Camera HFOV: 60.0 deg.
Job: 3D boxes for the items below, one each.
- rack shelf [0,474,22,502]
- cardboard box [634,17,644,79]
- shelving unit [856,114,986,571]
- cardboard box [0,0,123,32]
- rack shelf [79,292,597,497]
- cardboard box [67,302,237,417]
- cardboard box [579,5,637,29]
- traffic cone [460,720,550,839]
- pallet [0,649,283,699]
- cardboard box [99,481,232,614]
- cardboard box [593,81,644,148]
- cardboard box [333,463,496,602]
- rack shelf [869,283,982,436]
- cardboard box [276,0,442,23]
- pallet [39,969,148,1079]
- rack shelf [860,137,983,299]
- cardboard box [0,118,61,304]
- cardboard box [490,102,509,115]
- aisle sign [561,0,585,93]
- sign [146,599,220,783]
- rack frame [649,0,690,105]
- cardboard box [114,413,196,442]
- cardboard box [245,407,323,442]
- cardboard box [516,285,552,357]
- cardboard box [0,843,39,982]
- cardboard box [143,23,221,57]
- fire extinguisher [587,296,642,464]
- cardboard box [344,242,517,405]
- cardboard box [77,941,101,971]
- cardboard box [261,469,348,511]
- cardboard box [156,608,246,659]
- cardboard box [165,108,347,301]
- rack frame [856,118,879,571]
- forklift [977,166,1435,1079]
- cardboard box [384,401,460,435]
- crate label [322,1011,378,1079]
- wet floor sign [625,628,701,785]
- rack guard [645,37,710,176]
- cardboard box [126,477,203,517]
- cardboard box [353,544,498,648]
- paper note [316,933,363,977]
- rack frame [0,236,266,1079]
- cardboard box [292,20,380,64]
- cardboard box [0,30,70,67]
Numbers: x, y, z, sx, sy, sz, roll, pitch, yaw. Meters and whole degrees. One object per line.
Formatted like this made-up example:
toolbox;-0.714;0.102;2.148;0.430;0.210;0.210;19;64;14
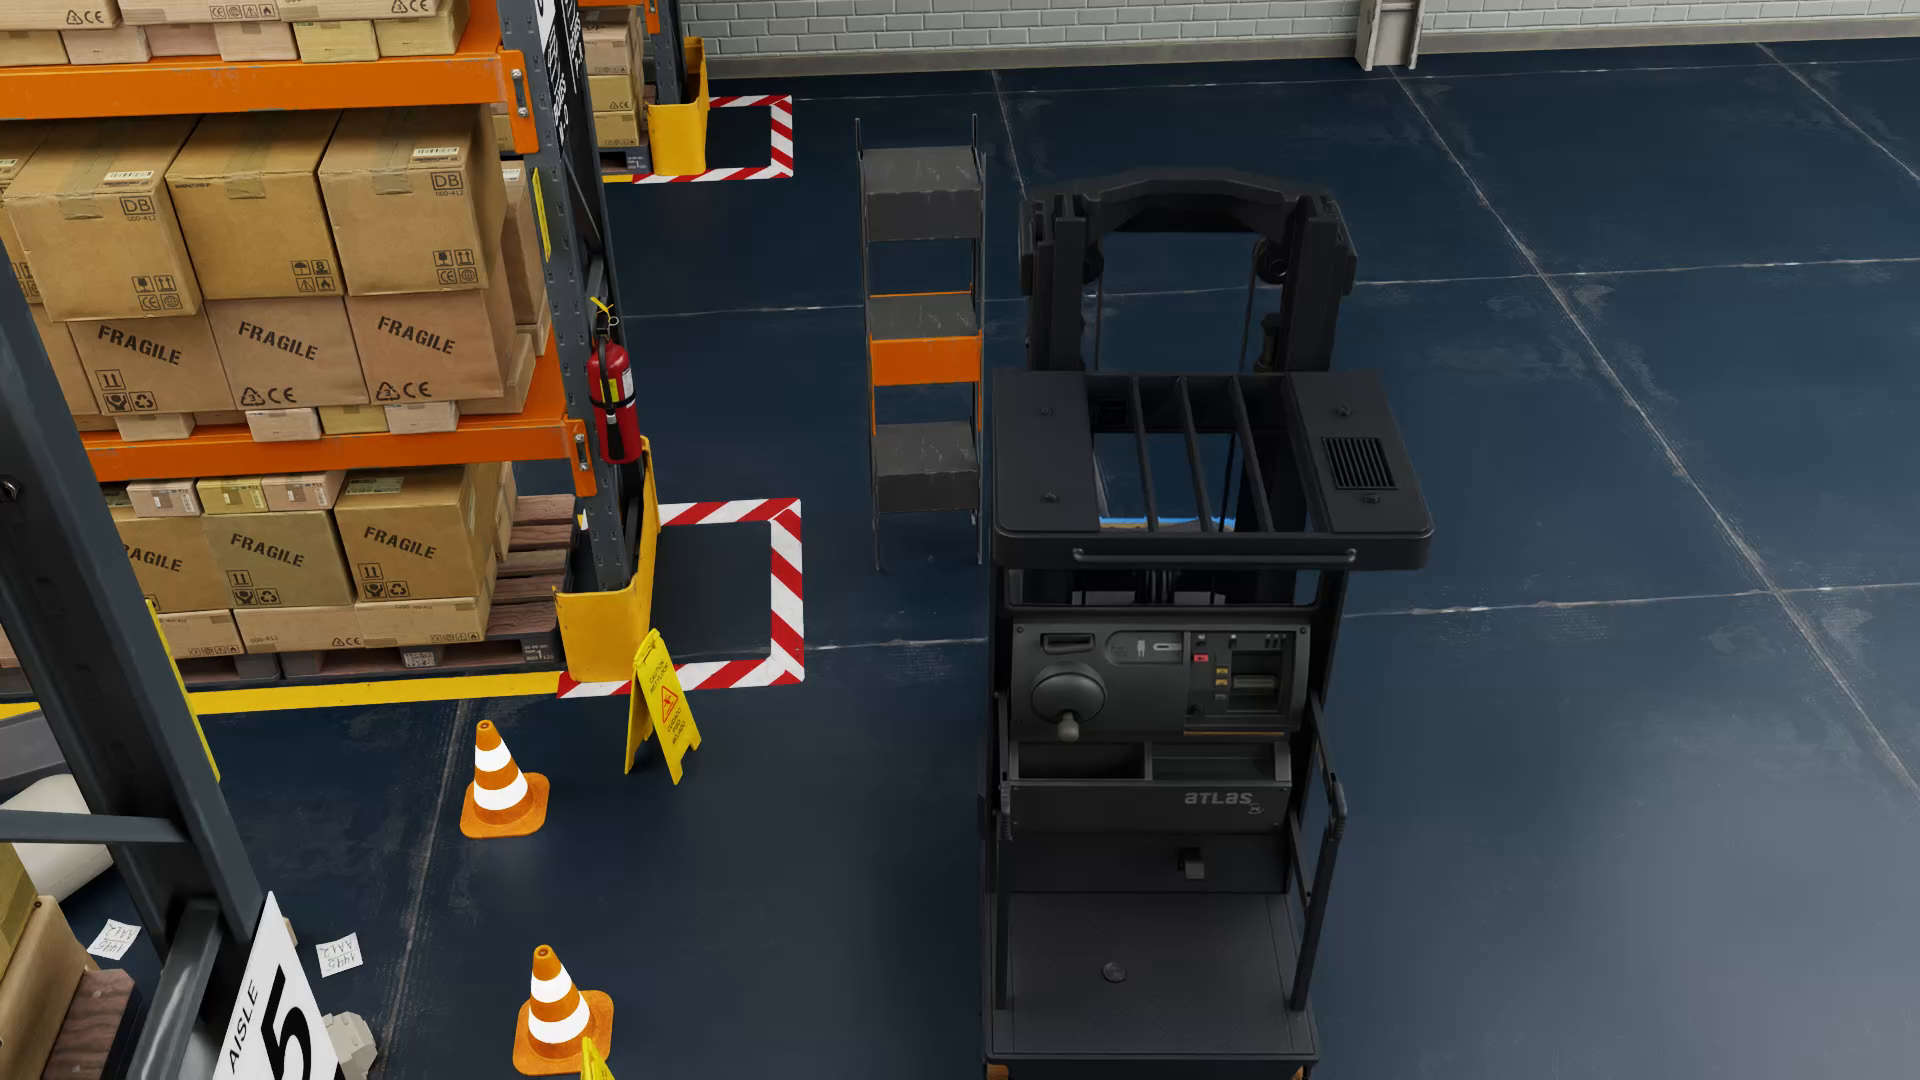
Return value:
rack shelf;-2.972;0.320;1.305;4.000;0.370;1.077;-3;38;-4
cardboard box;-2.449;-3.369;11.397;0.500;0.250;0.500;-2;38;-3
shelving unit;-0.165;-0.815;7.410;0.503;2.100;0.431;-3;38;-4
cardboard box;-3.022;-1.905;5.524;0.500;0.250;0.500;-2;38;-3
rack shelf;-3.511;-0.530;6.903;4.000;0.370;1.077;-3;38;-4
cardboard box;-3.033;-0.829;6.380;0.500;0.500;0.500;-3;38;-4
cardboard box;-2.458;-3.553;11.227;0.500;0.250;0.500;-4;38;-5
traffic cone;-1.833;0.893;6.567;0.334;0.463;0.336;-3;38;-4
pallet;-3.620;0.264;7.567;1.213;0.211;1.003;-3;38;-4
cardboard box;-3.317;-0.043;6.981;0.500;0.500;0.500;-4;38;-5
cardboard box;-2.403;-2.849;11.142;0.500;0.250;0.500;-3;38;-4
cardboard box;-2.294;-0.097;7.049;0.500;0.500;0.500;-3;38;-4
rack shelf;-0.165;-0.805;7.419;0.480;0.518;0.431;-3;38;-4
cardboard box;-2.005;-1.964;5.598;0.500;0.250;0.500;-4;38;-5
pallet;-1.718;1.031;1.994;1.213;0.211;1.003;-3;38;-4
rack shelf;-0.165;-1.354;6.985;0.480;0.518;0.431;-3;38;-4
cardboard box;-3.521;-1.252;6.109;0.500;0.500;0.700;-3;38;-4
cardboard box;-2.920;-3.026;10.963;0.500;0.250;0.500;-3;38;-4
aisle sign;-1.485;-2.138;6.261;0.004;0.787;0.394;-3;38;-4
sign;-1.023;0.232;2.166;0.005;0.325;0.100;-3;38;-4
rack frame;-1.963;-3.985;10.701;0.127;3.000;1.000;-3;38;-4
cardboard box;-3.141;-0.558;6.560;0.250;0.149;0.380;-4;38;-4
cardboard box;-2.626;-0.555;6.557;0.250;0.149;0.380;-3;38;-3
cardboard box;-1.876;-0.933;7.035;0.250;0.149;0.380;-3;38;-4
cardboard box;-1.483;0.555;1.987;0.500;0.250;0.500;-3;38;-4
cardboard box;-2.621;-1.809;5.724;0.250;0.149;0.380;-3;38;-4
fire extinguisher;-1.364;-0.614;6.491;0.183;0.674;0.296;-3;38;-4
cardboard box;-2.035;-0.879;6.443;0.500;0.500;0.500;-4;38;-5
cardboard box;-3.044;1.716;5.491;0.797;0.503;0.637;32;48;34
cardboard box;-2.654;-0.290;6.770;0.250;0.149;0.380;-2;38;-3
cardboard box;-3.338;0.258;7.204;0.500;0.250;0.500;-4;38;-6
cardboard box;-2.513;-1.285;6.151;0.500;0.500;0.700;-3;38;-4
rack frame;-0.408;-0.802;7.393;0.015;2.100;0.400;-3;38;-4
forklift;0.629;0.511;5.059;1.130;2.935;3.031;0;38;0
cardboard box;-2.115;-0.589;6.600;0.250;0.149;0.380;-4;38;-5
crate label;-2.174;1.769;5.720;0.298;0.136;0.250;-24;44;-27
wet floor sign;-1.235;0.652;6.725;0.232;0.644;0.267;9;39;12
rack guard;-1.939;-3.005;11.477;0.348;0.500;1.175;-3;38;-4
cardboard box;-3.167;-0.265;6.738;0.250;0.149;0.380;-2;38;-2
cardboard box;-2.324;0.204;7.273;0.500;0.250;0.500;-3;38;-4
paper note;-2.284;1.523;6.117;0.142;0.019;0.148;-16;41;-19
rack frame;-0.980;-0.229;1.097;0.127;3.000;1.000;-3;38;-4
cardboard box;-2.095;-1.775;5.682;0.250;0.149;0.380;-3;38;-4
cardboard box;-3.128;-1.756;5.657;0.250;0.149;0.380;-4;38;-5
